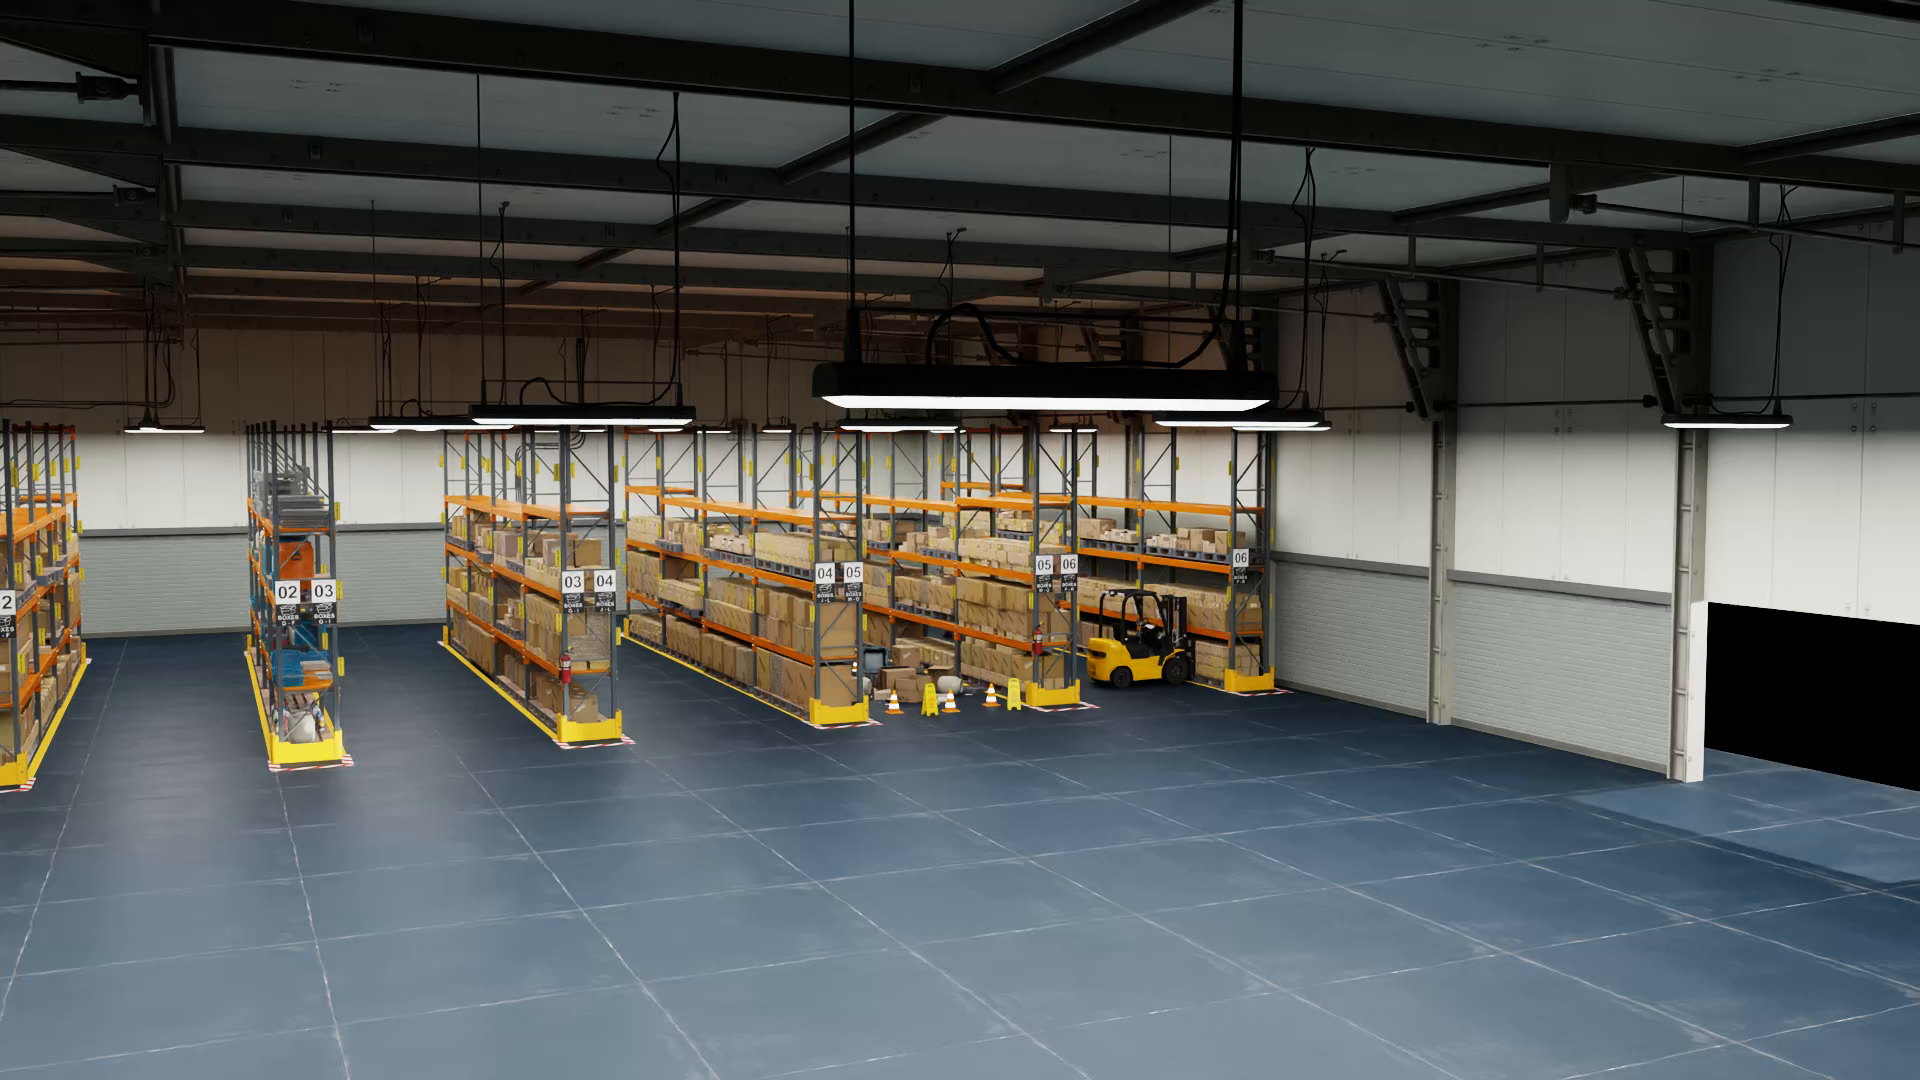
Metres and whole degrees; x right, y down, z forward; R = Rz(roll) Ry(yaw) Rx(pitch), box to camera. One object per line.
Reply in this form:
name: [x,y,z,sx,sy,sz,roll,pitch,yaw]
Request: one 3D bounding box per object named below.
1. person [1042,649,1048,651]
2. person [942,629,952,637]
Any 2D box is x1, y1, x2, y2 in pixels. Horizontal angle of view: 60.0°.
person: [1.913,2.420,39.622,0.686,1.667,0.776,-1,4,-22]
person: [-0.384,1.946,47.289,0.453,1.648,0.535,2,4,28]
